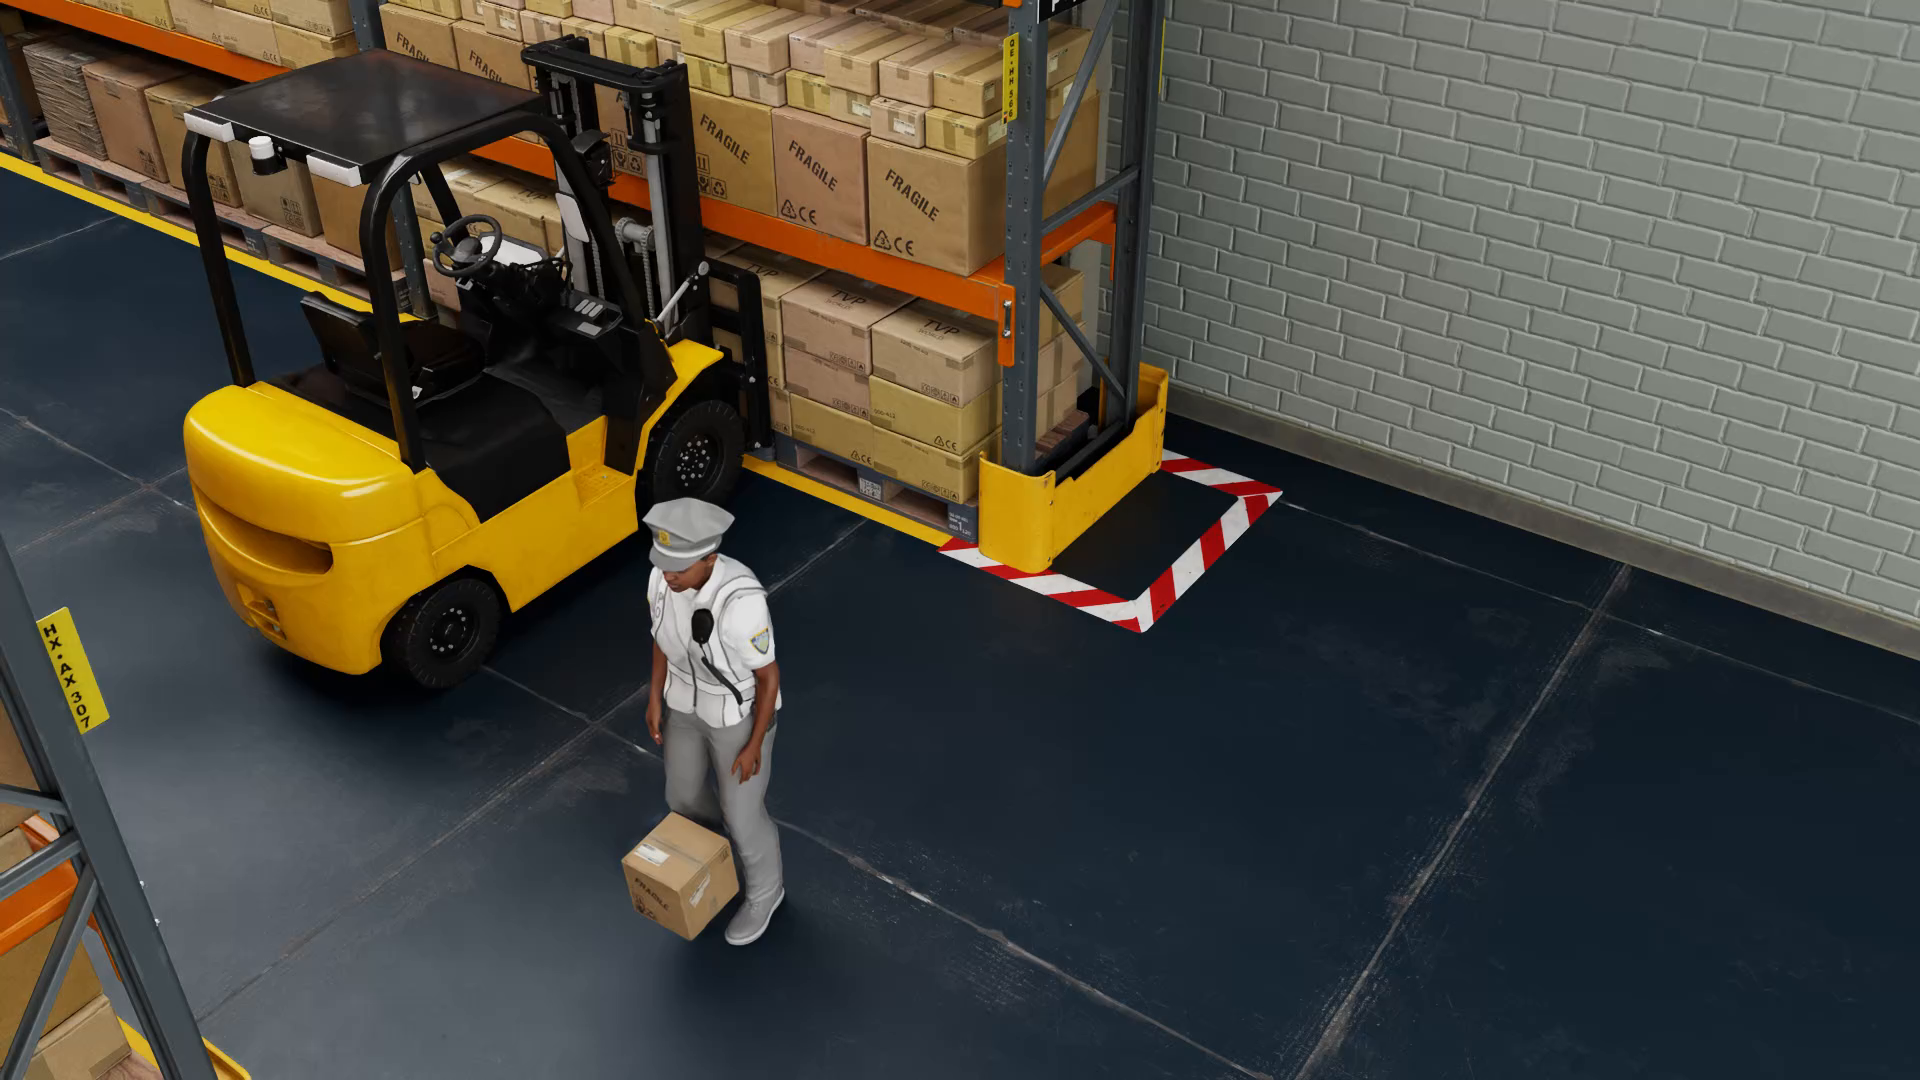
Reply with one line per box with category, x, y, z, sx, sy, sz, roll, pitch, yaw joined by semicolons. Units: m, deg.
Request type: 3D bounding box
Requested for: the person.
person;-0.787;0.563;5.329;0.498;1.665;0.374;20;40;27
